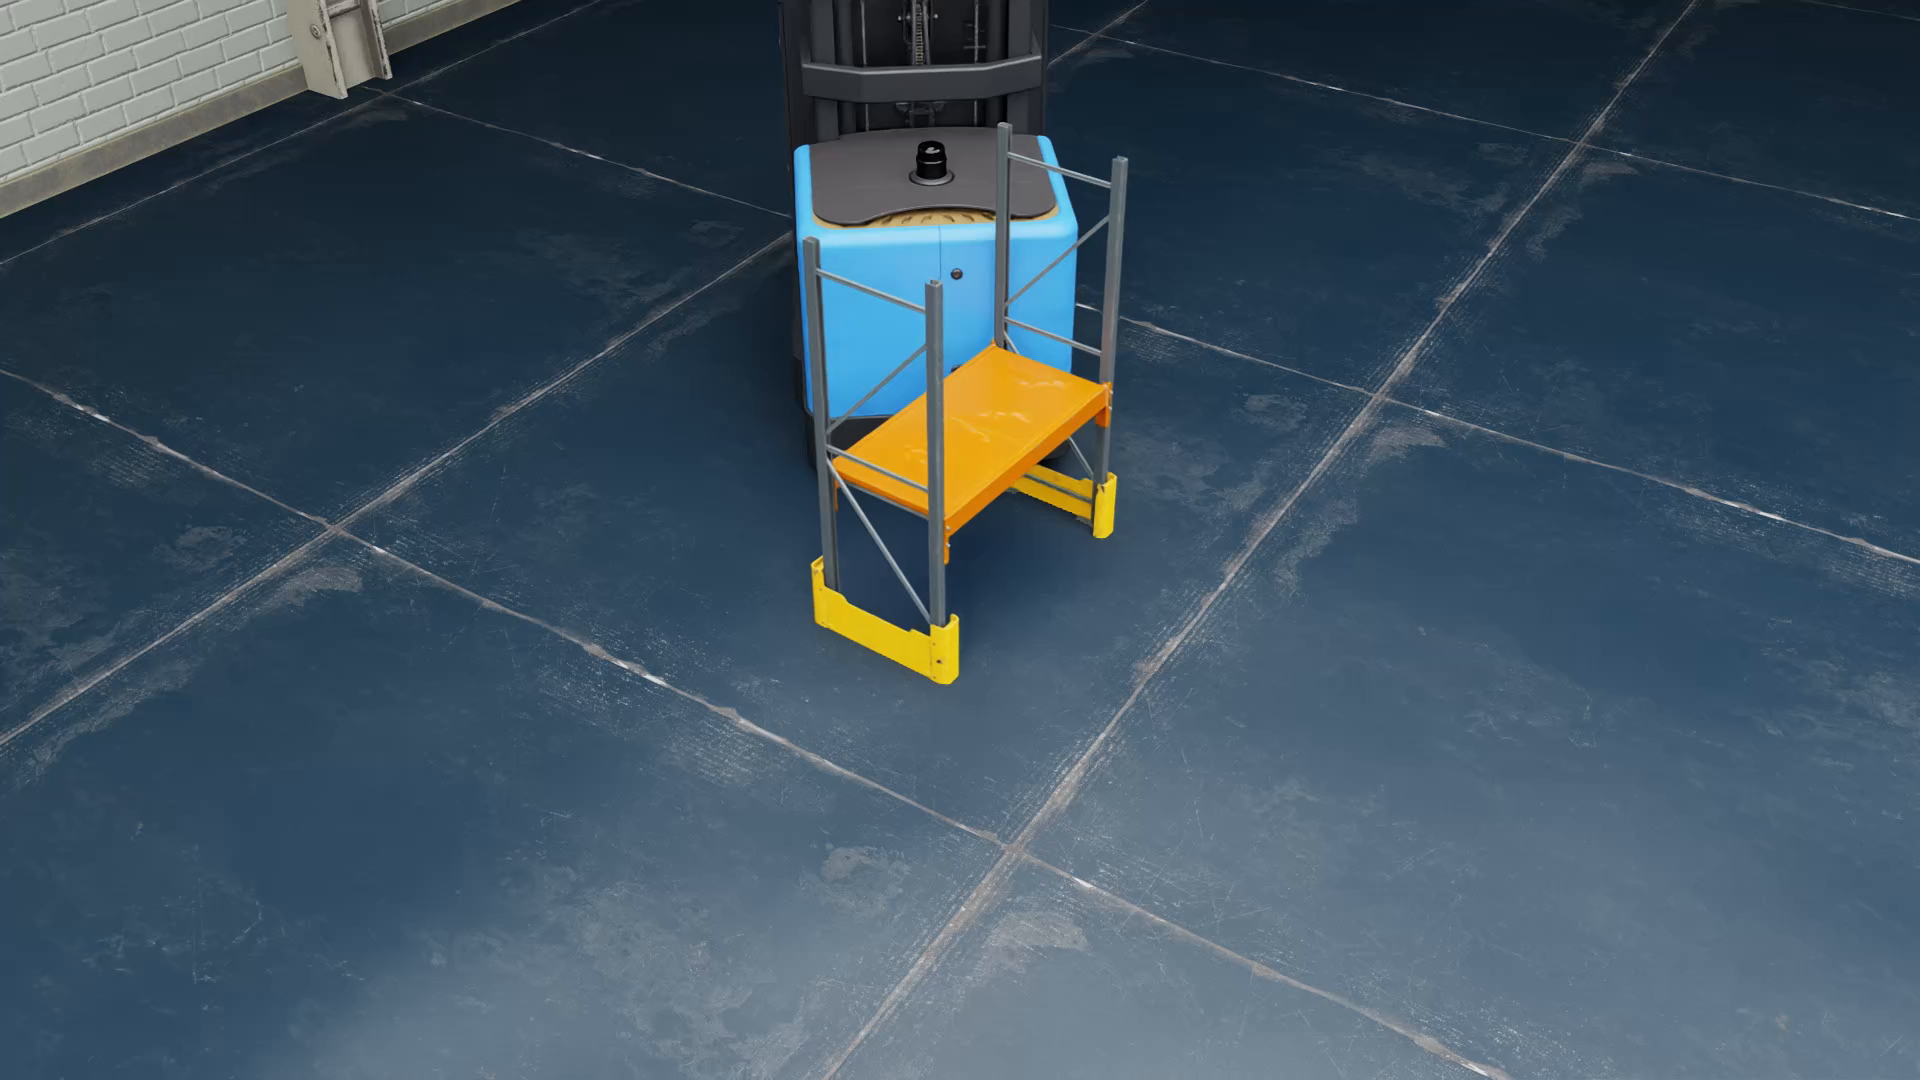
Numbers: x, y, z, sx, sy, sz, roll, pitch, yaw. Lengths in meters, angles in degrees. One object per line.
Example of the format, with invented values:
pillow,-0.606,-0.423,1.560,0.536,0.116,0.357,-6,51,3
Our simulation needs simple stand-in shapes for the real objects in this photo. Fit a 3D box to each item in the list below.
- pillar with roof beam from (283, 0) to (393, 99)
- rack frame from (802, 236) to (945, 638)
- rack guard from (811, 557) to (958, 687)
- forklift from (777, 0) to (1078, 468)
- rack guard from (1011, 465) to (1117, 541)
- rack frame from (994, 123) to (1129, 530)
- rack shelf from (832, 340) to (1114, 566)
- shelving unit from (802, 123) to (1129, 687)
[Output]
pillar with roof beam,0.065,-4.832,5.147,9.100,9.000,0.400,21,42,25
rack frame,-0.261,-0.217,5.304,0.500,1.500,0.032,24,44,28
rack guard,-0.260,0.277,5.686,0.587,0.250,0.087,24,44,28
forklift,-0.210,-2.312,6.848,1.130,2.935,3.031,-3,38,-4
rack guard,0.325,-0.215,6.325,0.587,0.250,0.087,24,44,28
rack frame,0.336,-0.720,5.955,0.500,1.500,0.032,24,44,28
rack shelf,0.038,-0.326,5.739,0.538,0.185,1.000,24,44,28
shelving unit,0.033,-0.464,5.624,0.587,1.500,1.083,24,44,28
